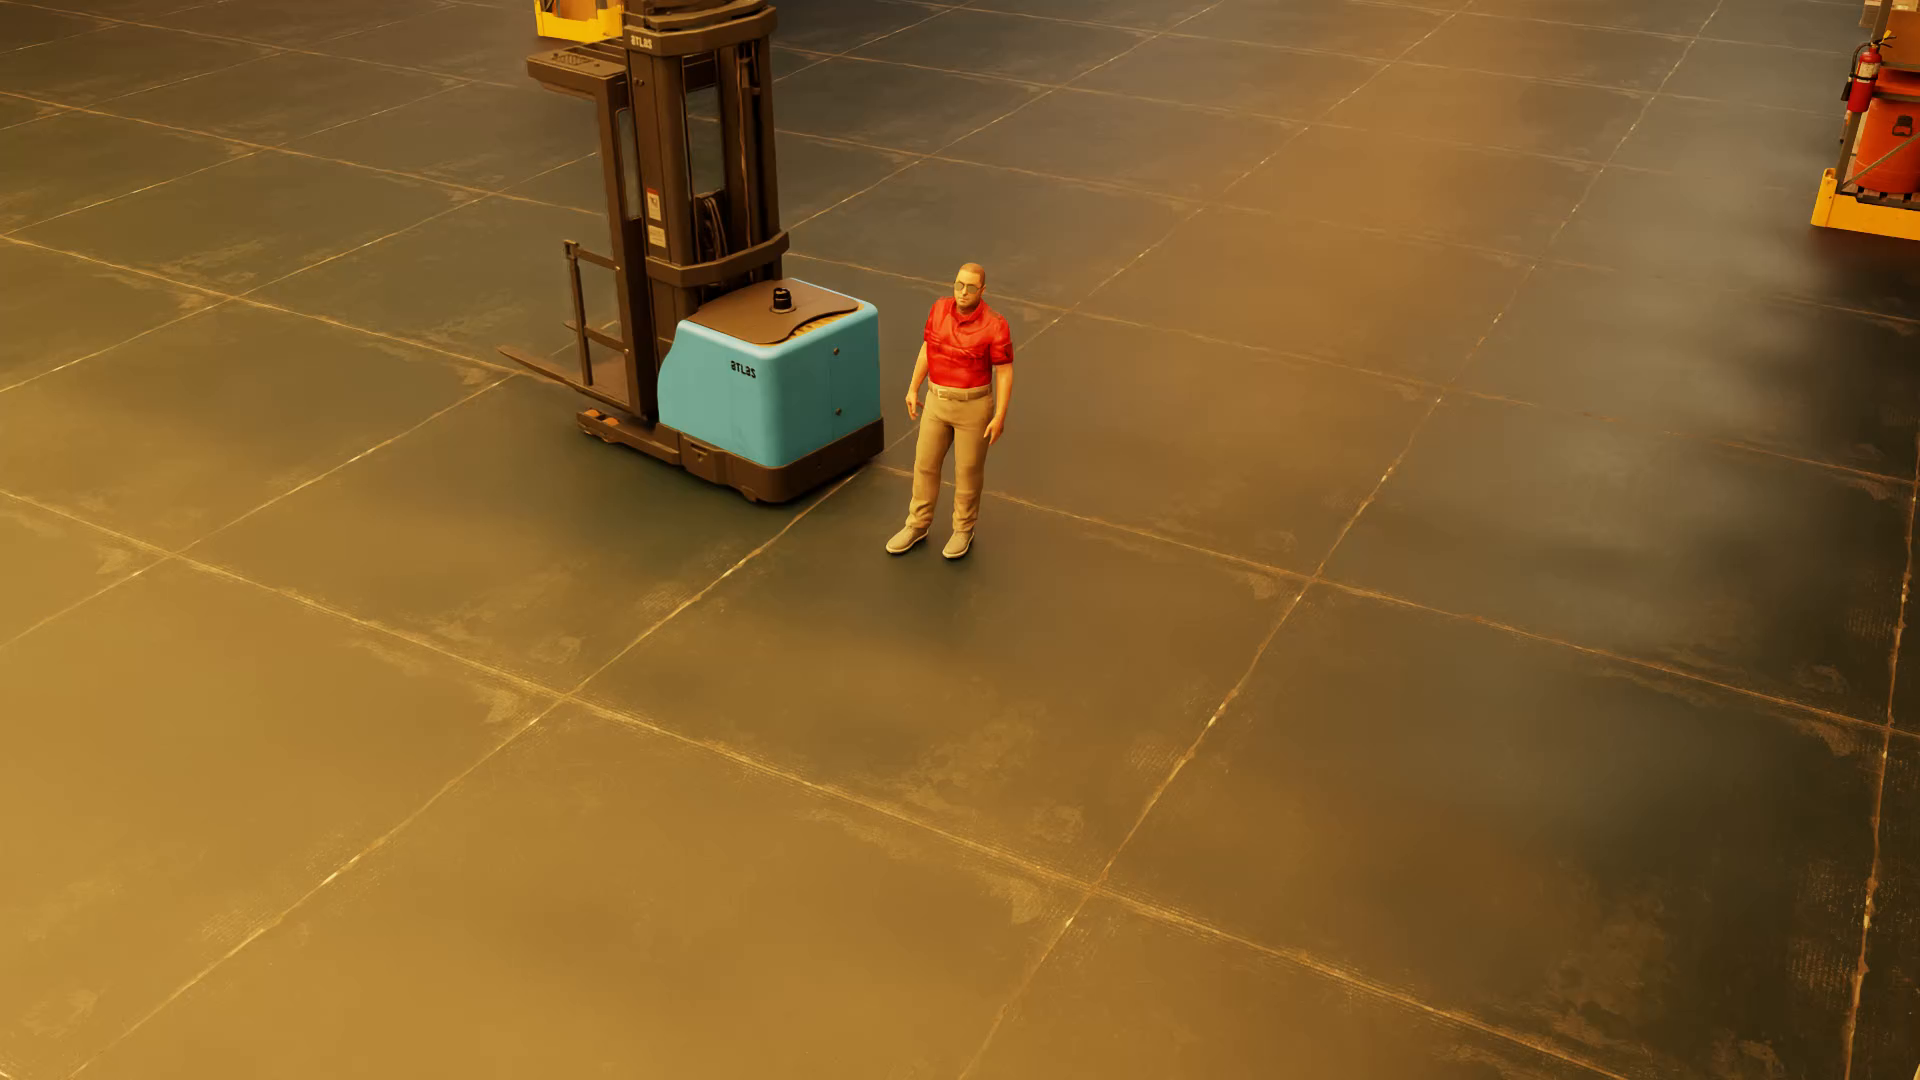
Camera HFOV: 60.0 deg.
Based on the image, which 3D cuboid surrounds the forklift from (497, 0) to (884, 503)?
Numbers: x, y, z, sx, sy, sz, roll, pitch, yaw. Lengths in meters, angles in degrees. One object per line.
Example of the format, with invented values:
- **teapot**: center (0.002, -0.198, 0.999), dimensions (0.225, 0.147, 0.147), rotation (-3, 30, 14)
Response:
- **forklift**: center (-1.953, -2.098, 10.706), dimensions (3.031, 2.935, 1.130), rotation (23, 37, 34)

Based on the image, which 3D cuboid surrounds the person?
- **person**: center (-0.054, -0.719, 9.503), dimensions (0.641, 1.728, 0.550), rotation (15, 33, 25)
